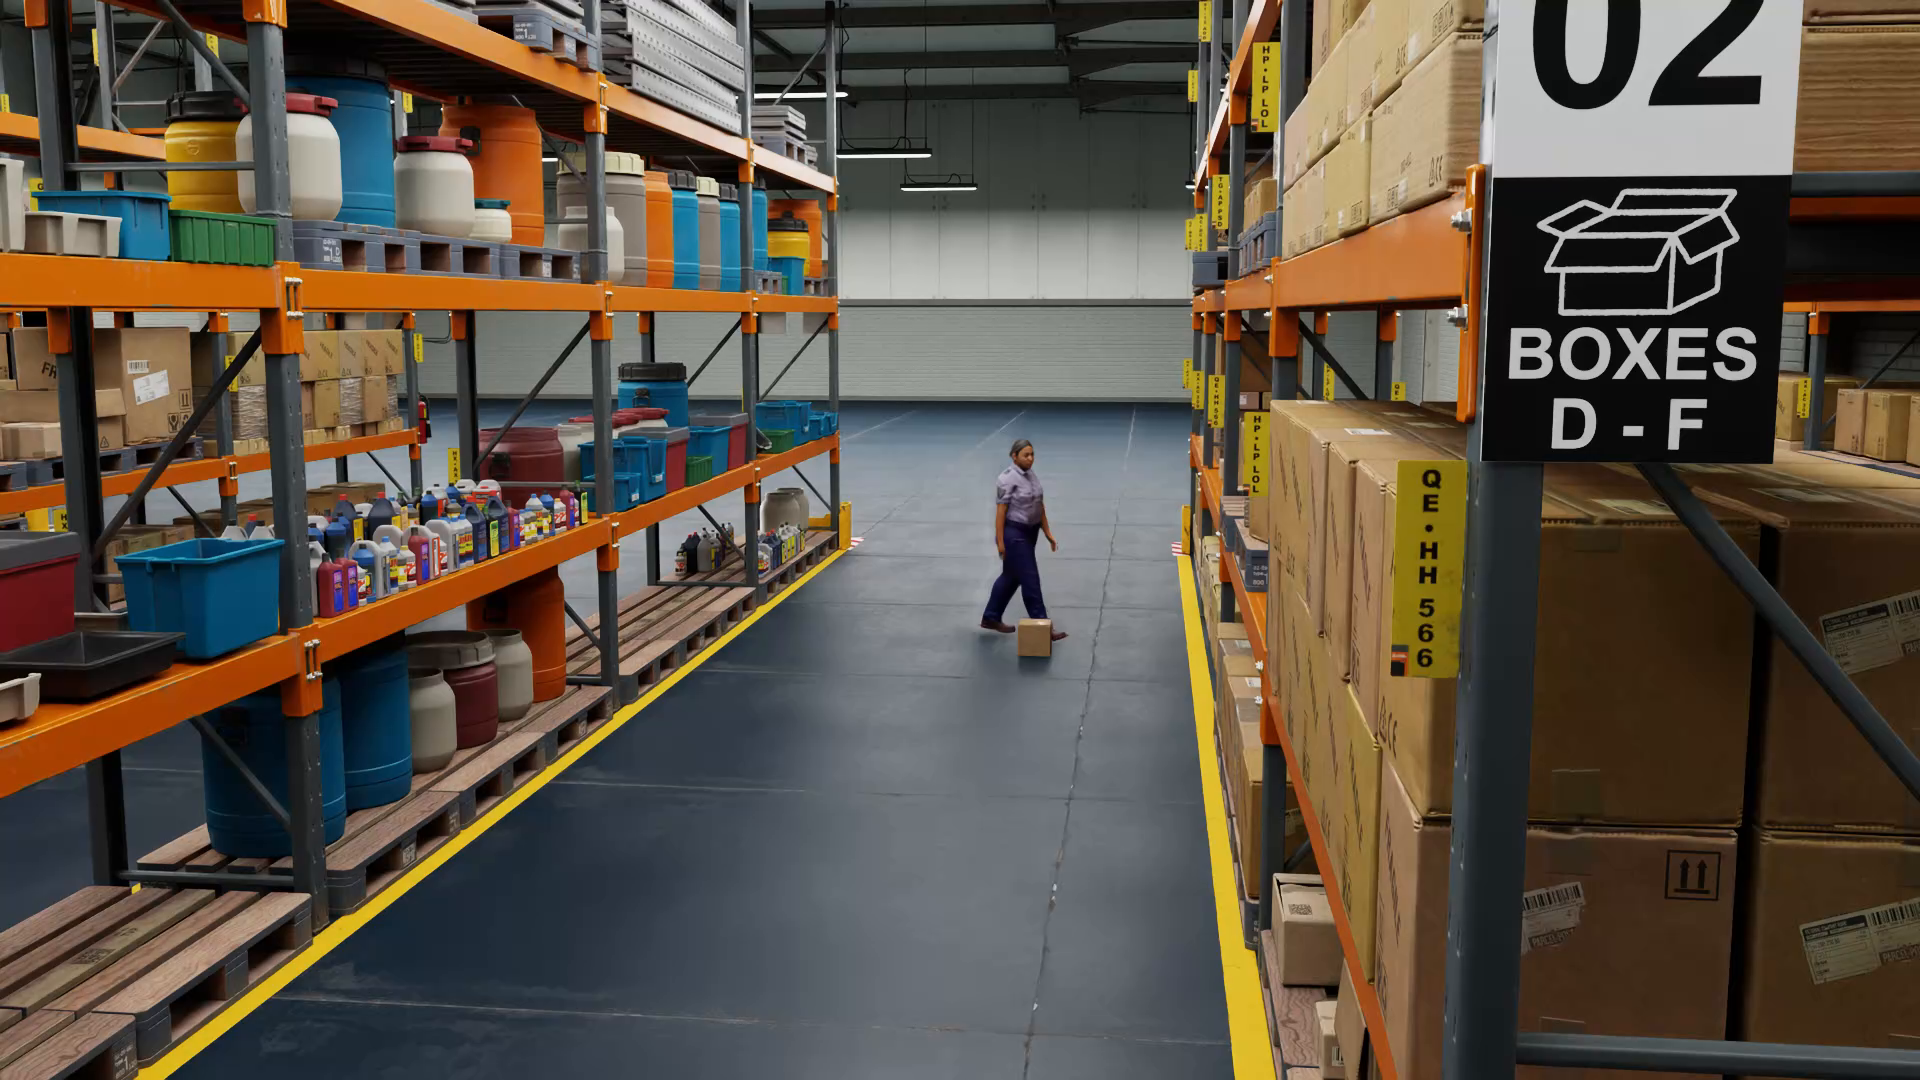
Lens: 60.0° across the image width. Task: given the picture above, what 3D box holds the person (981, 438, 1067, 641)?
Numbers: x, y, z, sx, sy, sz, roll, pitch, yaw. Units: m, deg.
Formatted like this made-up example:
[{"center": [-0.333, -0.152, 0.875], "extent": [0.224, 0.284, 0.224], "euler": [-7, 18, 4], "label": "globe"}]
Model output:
[{"center": [0.541, -0.014, 13.448], "extent": [0.828, 1.623, 0.553], "euler": [4, 9, 27], "label": "person"}]
